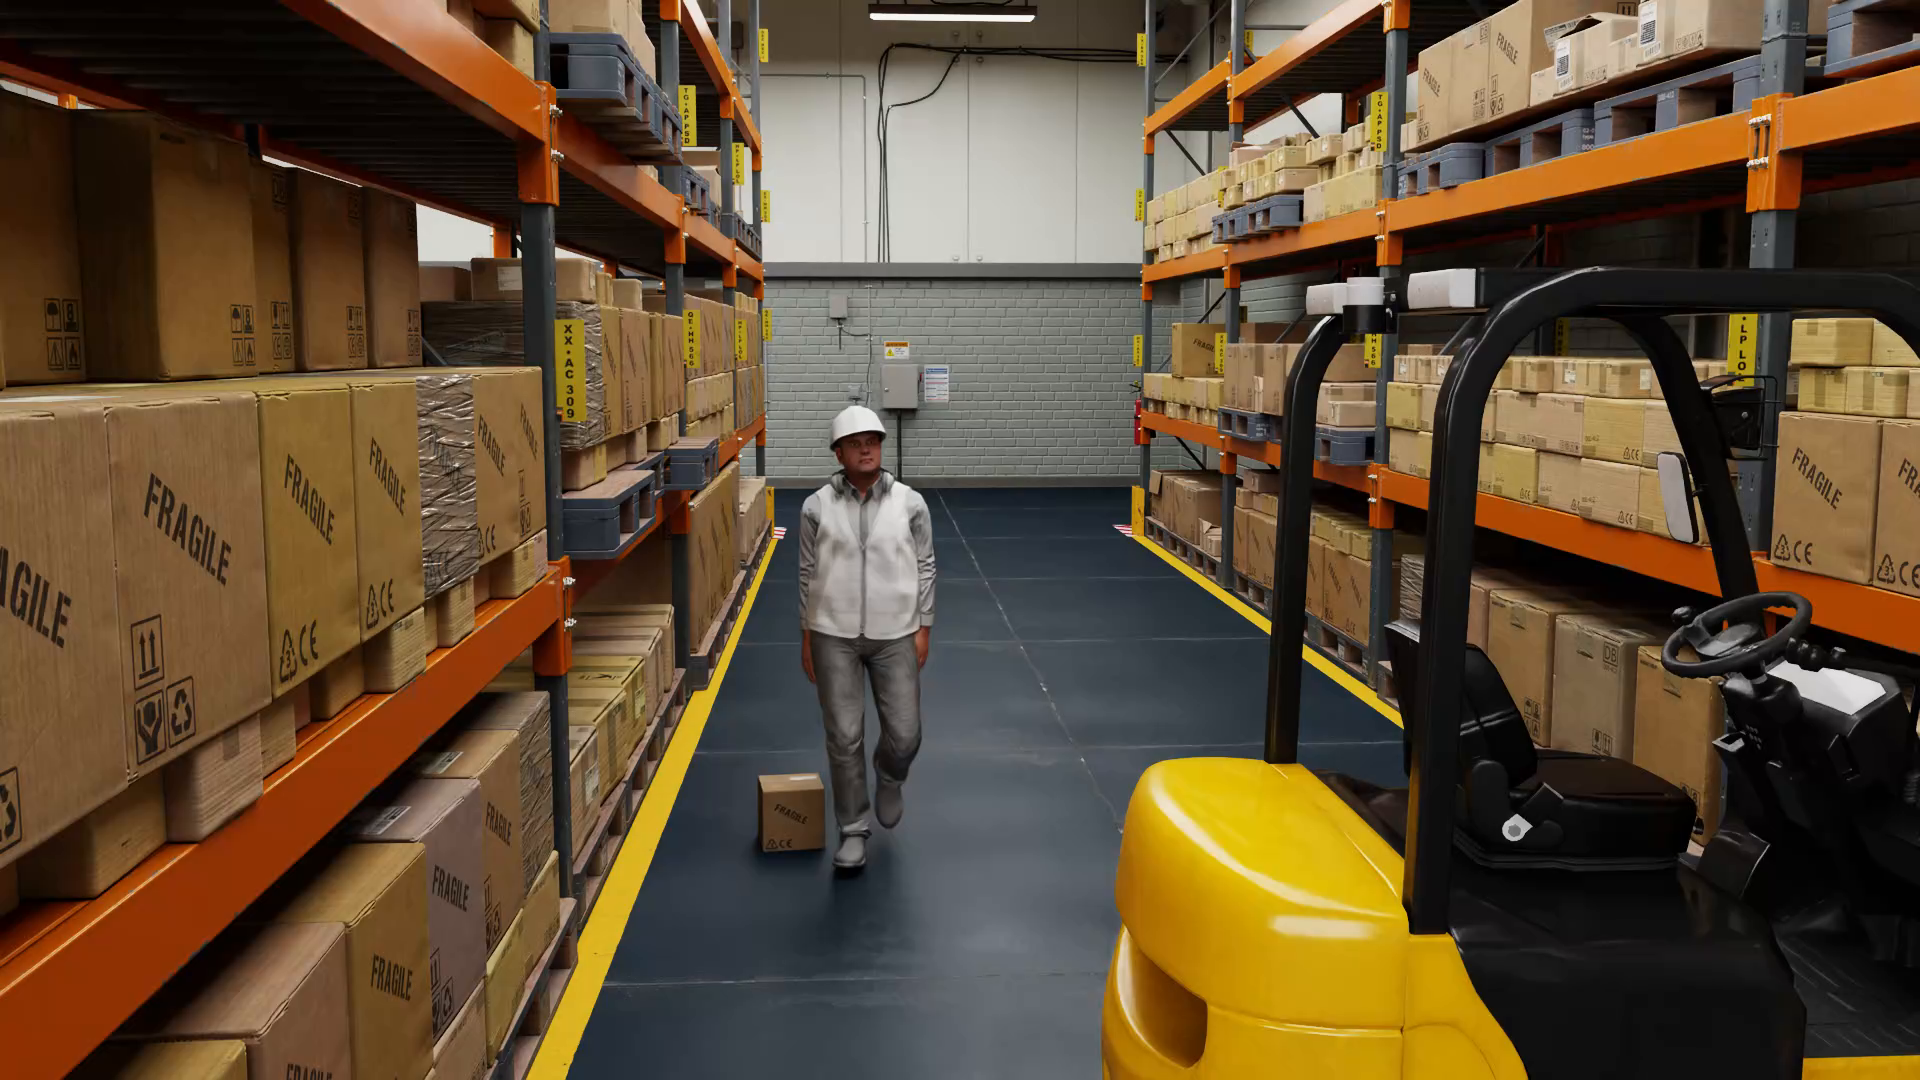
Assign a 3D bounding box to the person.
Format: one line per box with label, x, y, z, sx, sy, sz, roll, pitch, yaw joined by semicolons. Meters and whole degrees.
person;-0.363;0.355;6.497;0.541;1.759;0.625;0;7;-4
